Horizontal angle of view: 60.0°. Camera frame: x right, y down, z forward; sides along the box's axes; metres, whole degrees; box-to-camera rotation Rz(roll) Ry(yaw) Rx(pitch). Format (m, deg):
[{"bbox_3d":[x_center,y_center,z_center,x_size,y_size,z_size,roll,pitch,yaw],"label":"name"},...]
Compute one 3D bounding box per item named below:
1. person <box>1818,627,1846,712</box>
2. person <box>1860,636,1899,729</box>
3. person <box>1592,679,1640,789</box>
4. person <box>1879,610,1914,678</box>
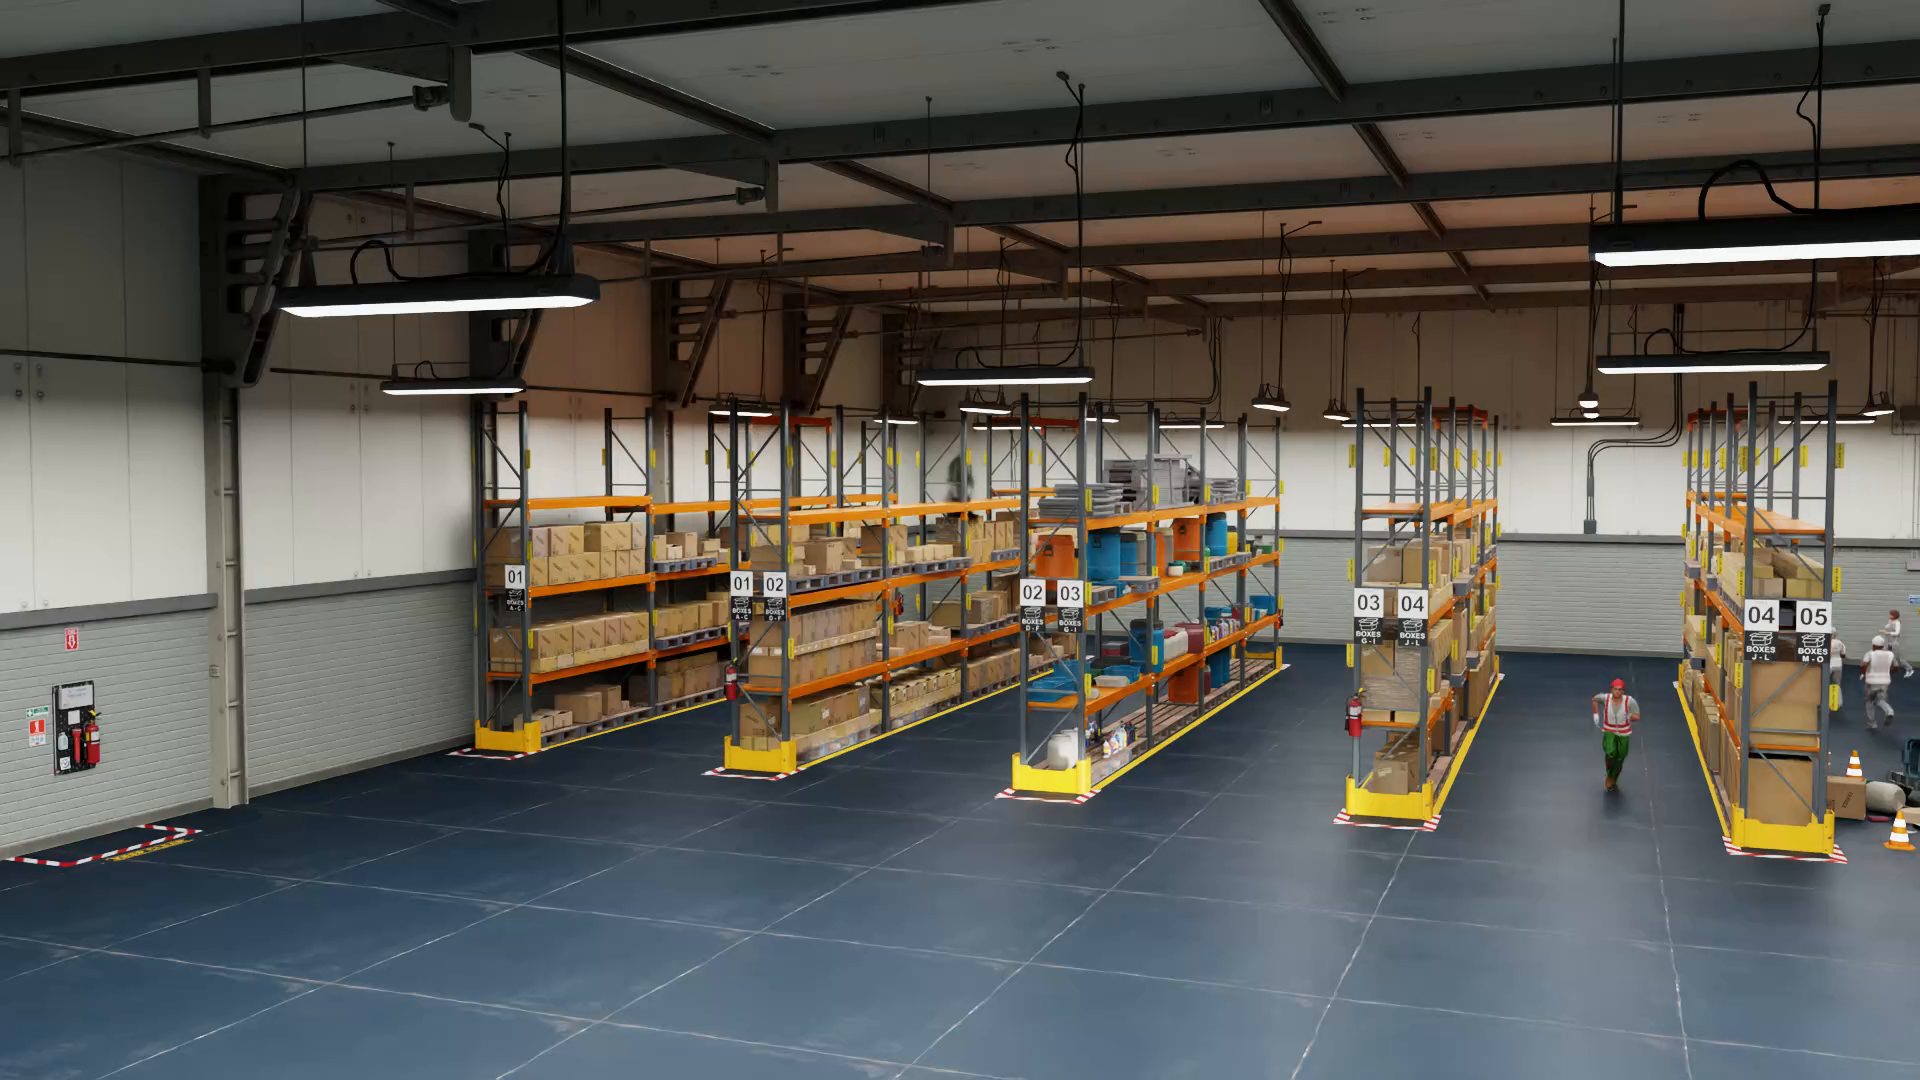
[{"bbox_3d":[17.137,2.567,32.721,0.593,1.706,0.862,0,3,10],"label":"person"},{"bbox_3d":[16.877,2.653,30.553,0.691,1.782,0.851,0,3,7],"label":"person"},{"bbox_3d":[9.817,2.908,24.904,0.642,1.700,0.887,1,3,16],"label":"person"},{"bbox_3d":[21.032,2.359,37.478,0.891,1.589,0.534,0,3,0],"label":"person"}]
